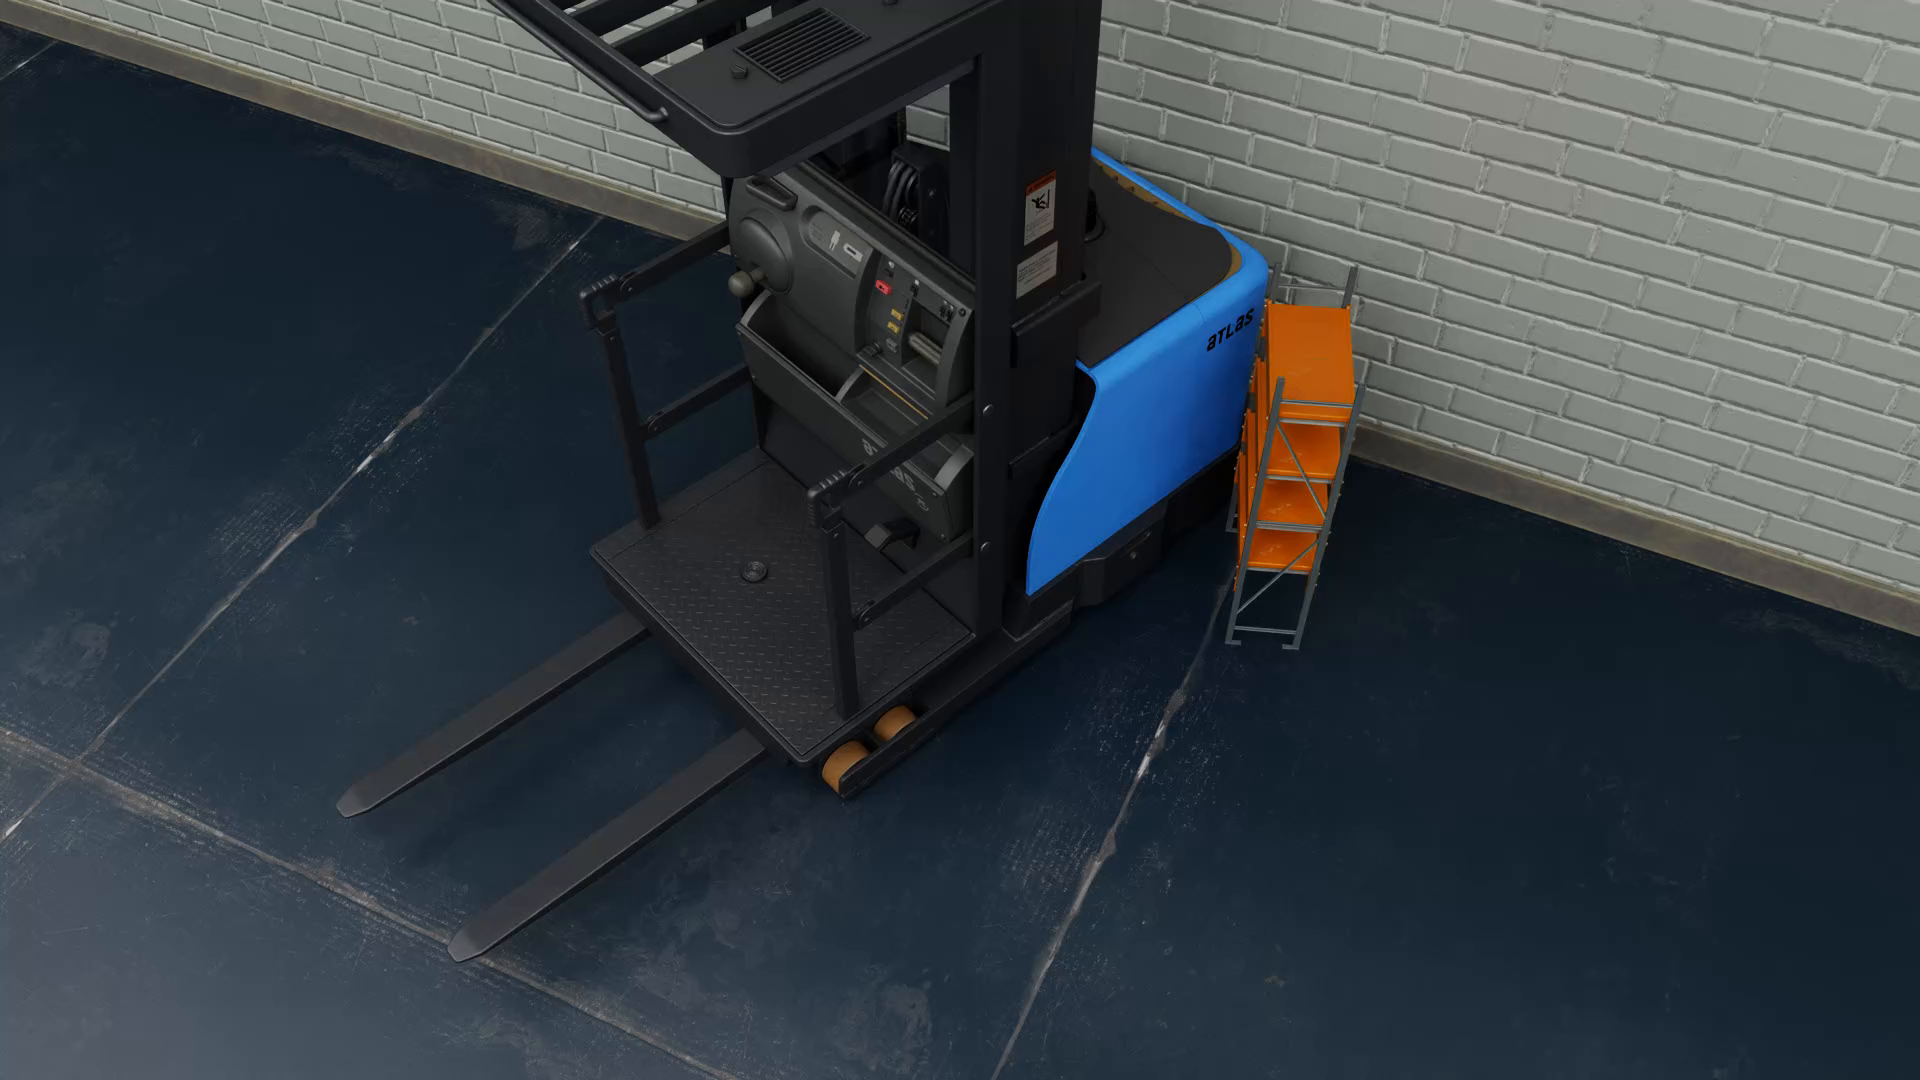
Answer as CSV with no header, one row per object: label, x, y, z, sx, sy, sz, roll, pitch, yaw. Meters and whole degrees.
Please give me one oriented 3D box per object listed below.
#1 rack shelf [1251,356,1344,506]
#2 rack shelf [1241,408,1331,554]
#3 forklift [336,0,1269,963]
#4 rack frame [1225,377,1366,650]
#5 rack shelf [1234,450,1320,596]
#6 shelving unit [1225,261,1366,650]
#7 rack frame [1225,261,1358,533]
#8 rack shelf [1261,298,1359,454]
rack shelf,1.015,-0.329,5.037,0.258,0.148,0.480,5,50,4
rack shelf,1.015,-0.184,5.207,0.258,0.148,0.480,5,50,4
forklift,-0.464,-0.628,4.360,3.031,2.935,1.130,-35,58,-26
rack frame,0.989,-0.043,4.999,0.240,1.200,0.015,5,50,4
rack shelf,1.015,-0.056,5.359,0.258,0.148,0.480,5,50,4
shelving unit,1.015,-0.228,5.156,0.258,1.200,0.503,5,50,4
rack frame,1.041,-0.413,5.313,0.240,1.200,0.015,5,50,4
rack shelf,1.015,-0.483,4.857,0.258,0.148,0.480,5,50,4
